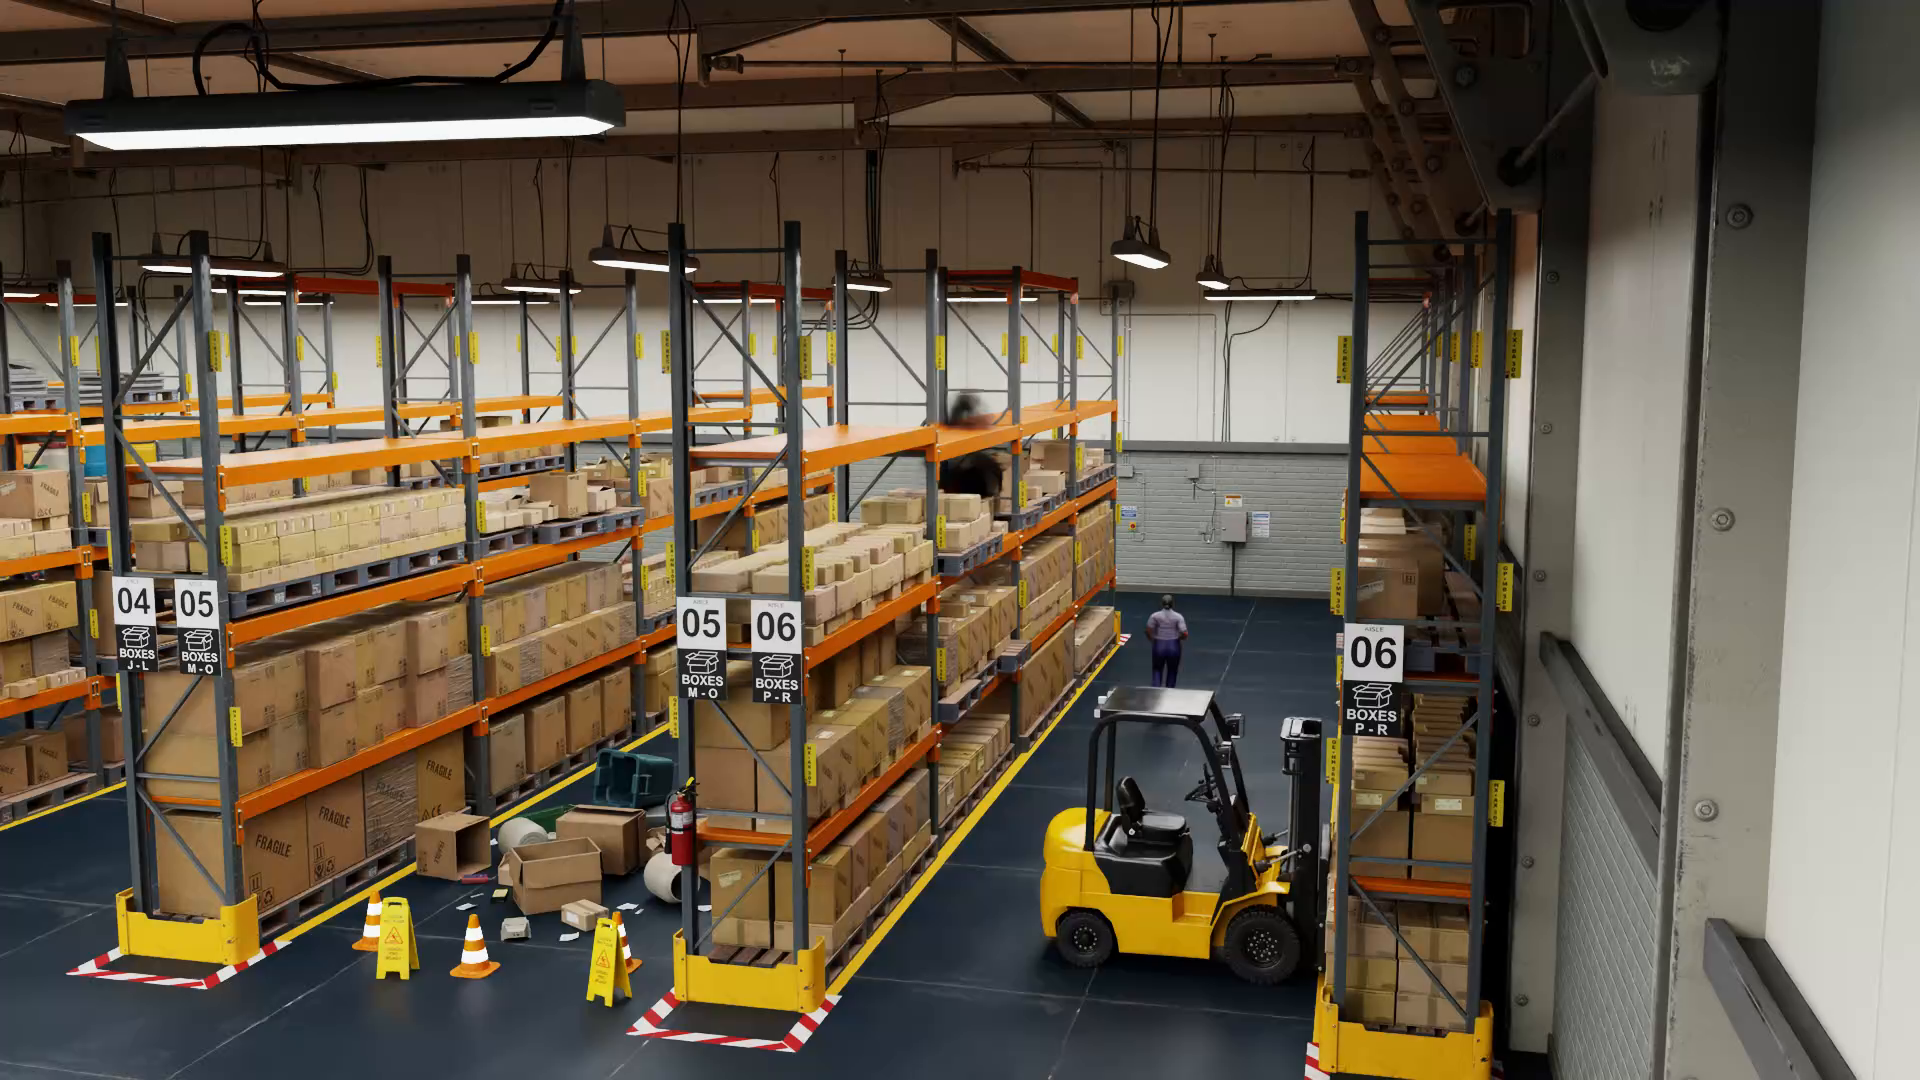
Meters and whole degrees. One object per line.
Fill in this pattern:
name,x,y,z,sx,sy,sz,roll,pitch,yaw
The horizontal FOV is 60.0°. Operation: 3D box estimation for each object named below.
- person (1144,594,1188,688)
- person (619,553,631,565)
person,2.885,1.541,23.259,0.601,1.598,0.544,1,7,10
person,-5.242,1.160,26.085,0.672,1.746,0.812,2,7,19
